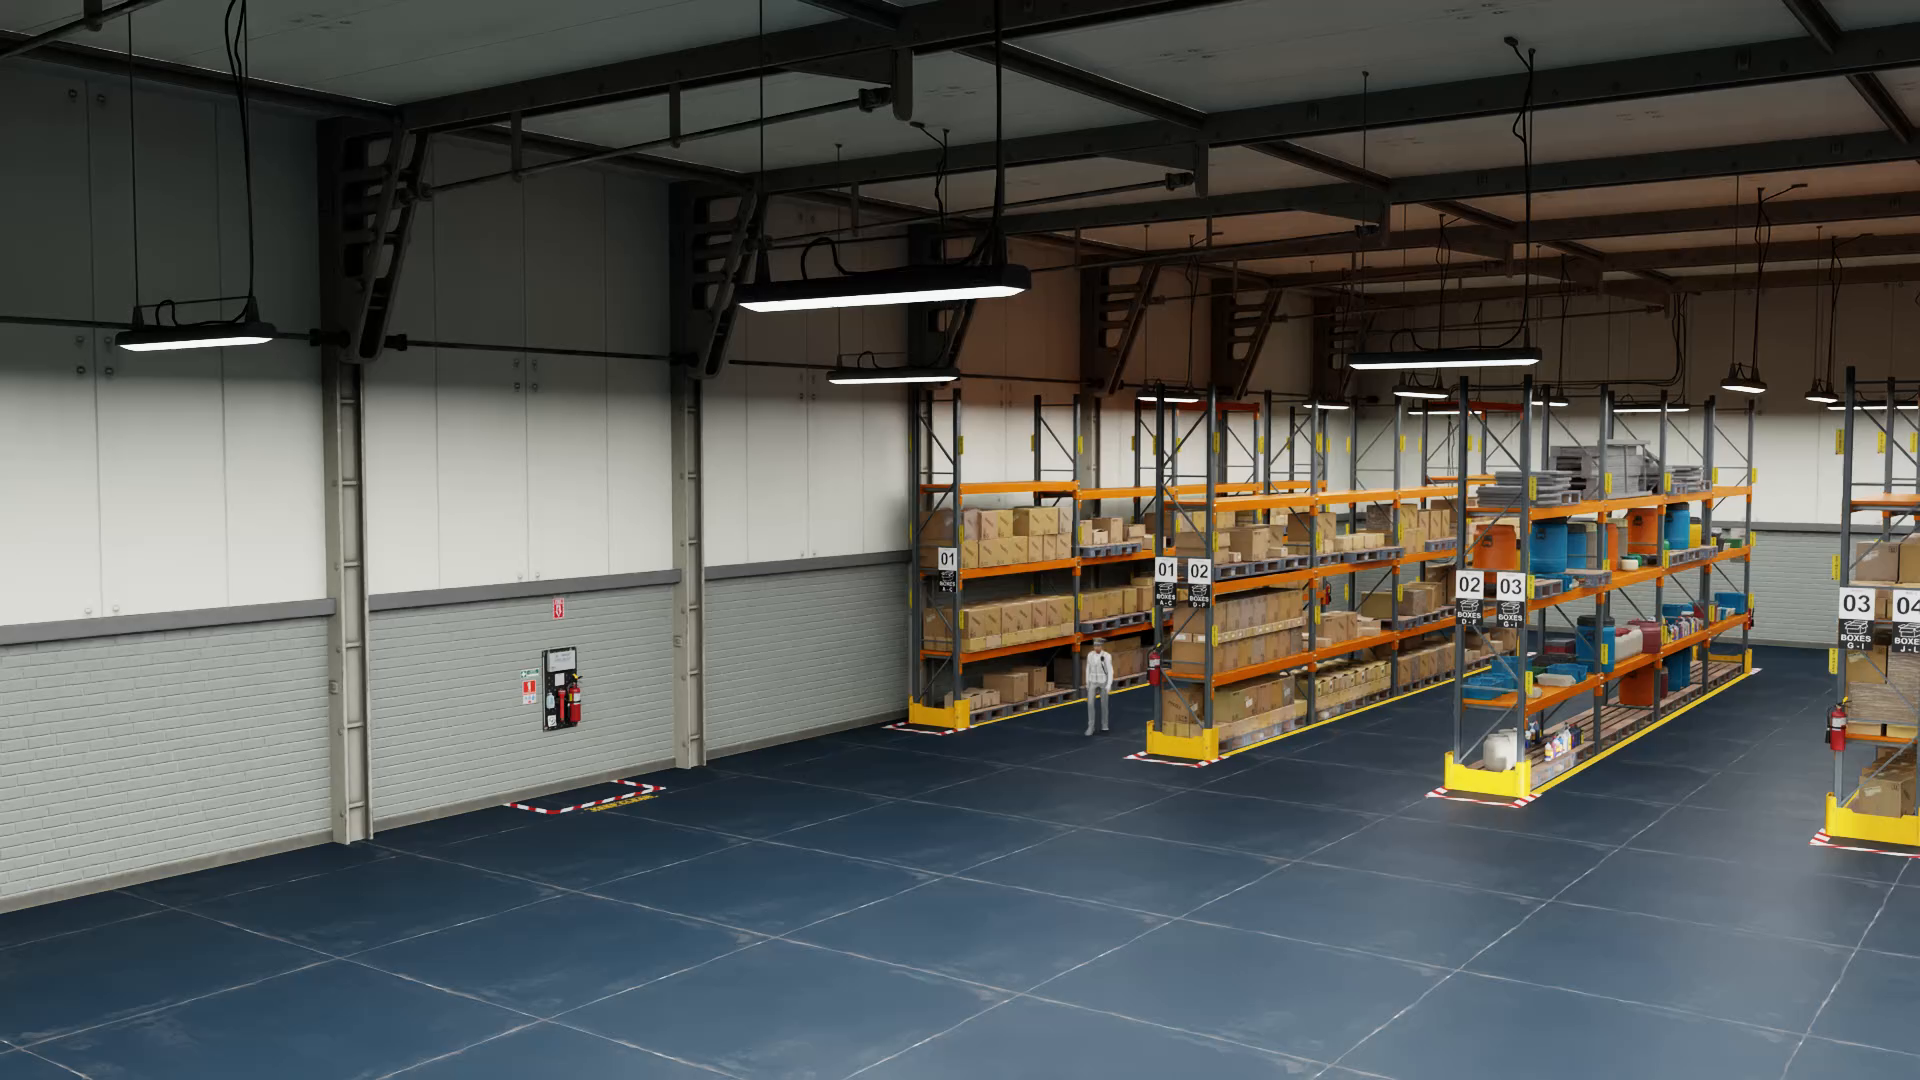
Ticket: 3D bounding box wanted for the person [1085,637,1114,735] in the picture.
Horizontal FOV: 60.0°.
[{"bbox_3d":[2.417,2.525,28.934,0.535,1.674,0.665,1,4,22],"label":"person"}]
